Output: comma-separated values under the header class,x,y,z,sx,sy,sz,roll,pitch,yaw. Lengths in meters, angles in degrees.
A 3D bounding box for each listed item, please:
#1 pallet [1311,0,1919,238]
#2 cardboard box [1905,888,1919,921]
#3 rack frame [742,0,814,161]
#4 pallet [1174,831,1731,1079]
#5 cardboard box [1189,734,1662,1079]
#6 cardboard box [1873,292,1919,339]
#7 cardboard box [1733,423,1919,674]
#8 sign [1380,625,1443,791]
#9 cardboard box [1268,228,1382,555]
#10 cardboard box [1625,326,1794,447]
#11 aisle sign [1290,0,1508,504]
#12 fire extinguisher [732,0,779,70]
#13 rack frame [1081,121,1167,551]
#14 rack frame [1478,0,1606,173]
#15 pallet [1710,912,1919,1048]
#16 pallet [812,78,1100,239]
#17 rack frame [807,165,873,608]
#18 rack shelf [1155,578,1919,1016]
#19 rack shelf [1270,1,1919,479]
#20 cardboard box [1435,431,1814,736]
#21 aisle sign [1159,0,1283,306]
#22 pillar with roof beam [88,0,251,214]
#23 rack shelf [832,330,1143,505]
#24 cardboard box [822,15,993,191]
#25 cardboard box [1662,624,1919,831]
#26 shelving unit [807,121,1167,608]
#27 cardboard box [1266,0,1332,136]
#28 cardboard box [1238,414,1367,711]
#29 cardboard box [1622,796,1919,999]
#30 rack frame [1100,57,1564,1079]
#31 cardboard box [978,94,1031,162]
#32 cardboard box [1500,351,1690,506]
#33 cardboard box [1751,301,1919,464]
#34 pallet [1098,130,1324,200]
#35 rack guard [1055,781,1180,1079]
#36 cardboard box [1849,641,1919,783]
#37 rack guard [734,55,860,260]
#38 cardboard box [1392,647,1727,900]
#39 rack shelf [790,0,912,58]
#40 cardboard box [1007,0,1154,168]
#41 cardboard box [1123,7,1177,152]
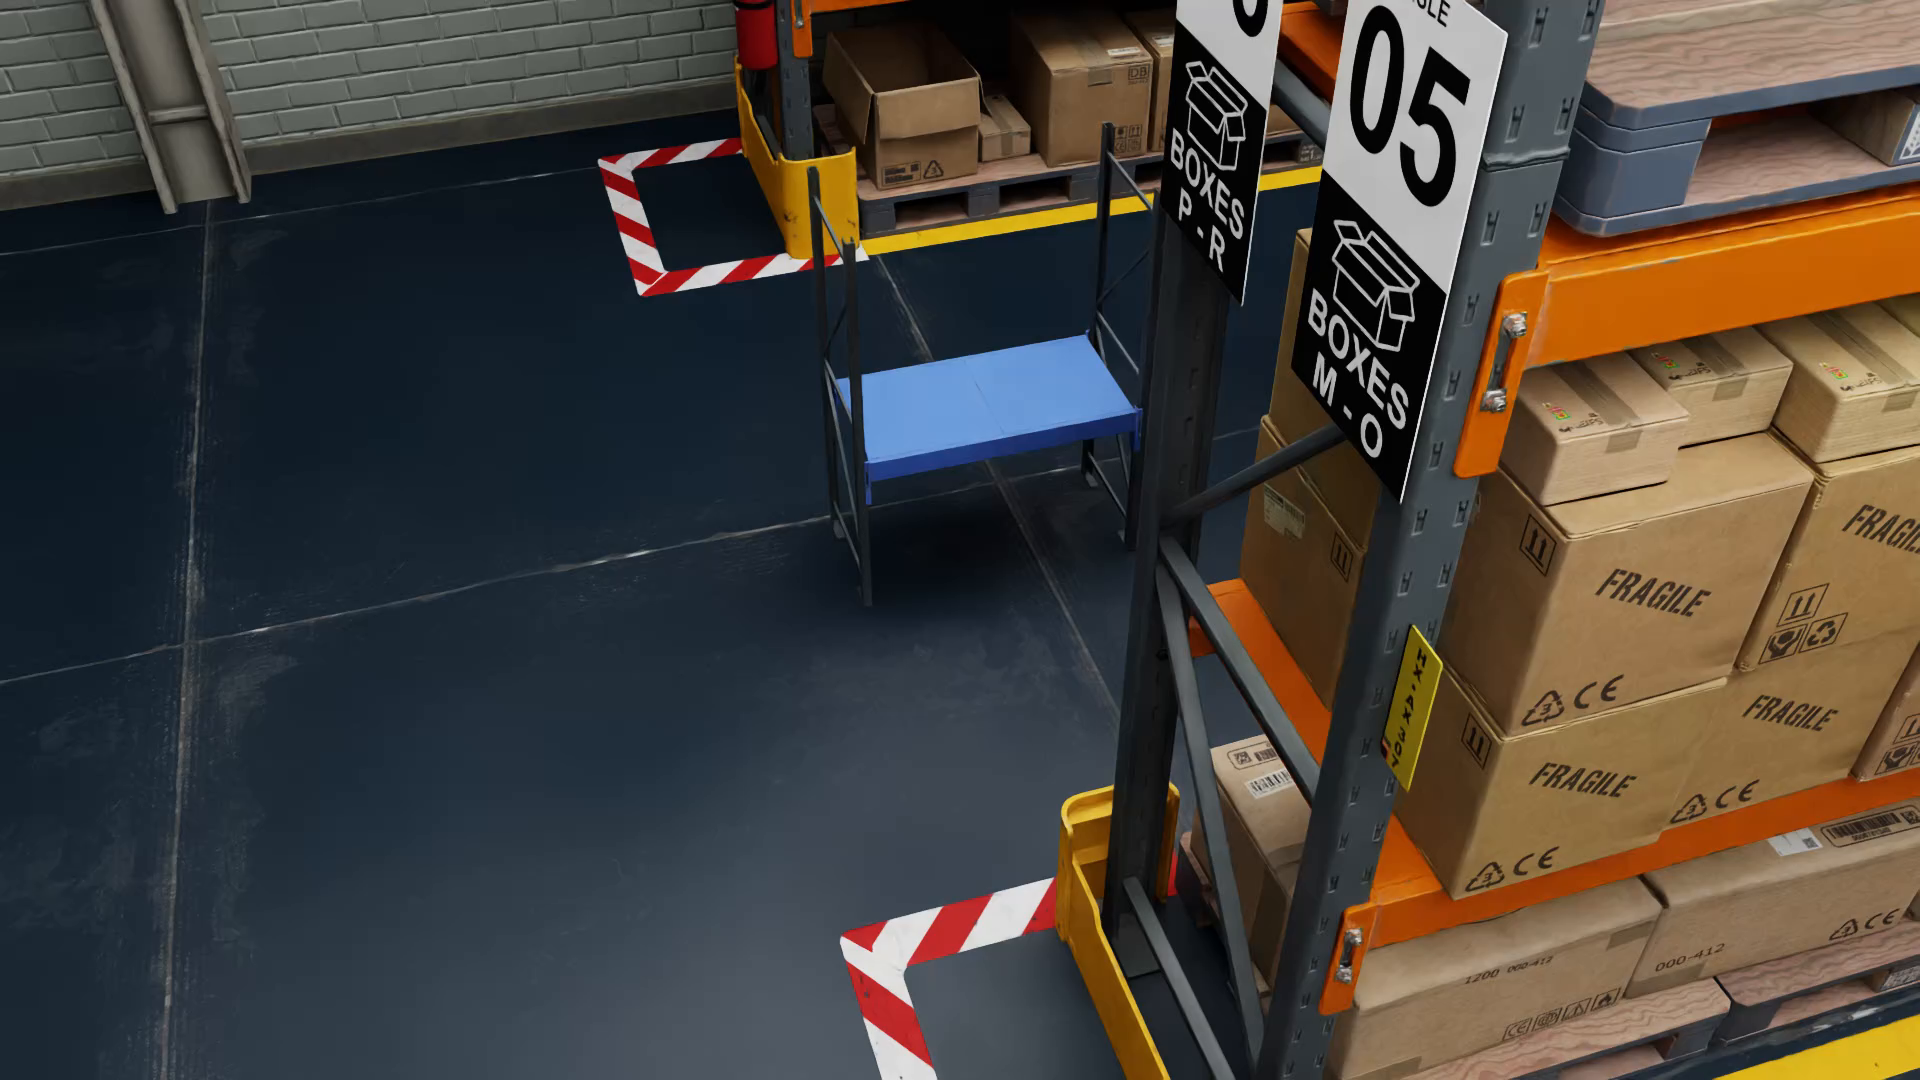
class,x,y,z,sx,sy,sz,roll,pitch,yaw
pallet,1.331,-0.945,2.839,1.213,0.211,1.003,-12,42,-13
cardboard box,2.957,0.554,4.964,0.875,0.438,0.875,-13,43,-14
rack frame,-0.868,-2.810,7.186,0.127,3.000,1.000,-12,42,-13
pallet,1.366,1.147,4.776,1.213,0.211,1.003,-12,42,-13
cardboard box,1.226,0.918,4.548,0.875,0.438,0.875,-13,43,-15
cardboard box,1.805,-0.390,3.087,0.250,0.149,0.380,-13,43,-14
cardboard box,1.661,-0.133,3.286,0.500,0.500,0.500,-13,43,-14
sign,0.788,0.298,2.911,0.005,0.325,0.100,-12,42,-13
cardboard box,1.015,-0.355,3.540,0.500,0.500,0.500,-10,42,-12
cardboard box,1.277,-0.347,3.038,0.250,0.149,0.380,-11,42,-12
aisle sign,0.645,-0.479,2.542,0.004,0.787,0.394,-12,42,-13
fire extinguisher,-0.869,-2.321,6.969,0.183,0.674,0.296,-12,42,-13
rack frame,0.566,-0.682,5.891,0.032,1.500,0.500,-12,42,-13
rack frame,0.627,-1.955,1.648,0.127,3.000,1.000,-12,42,-13
pallet,2.528,0.909,5.050,1.213,0.211,1.003,-12,42,-13
pallet,-0.035,-1.933,8.302,1.213,0.211,1.003,-12,42,-13
rack frame,-0.403,-0.481,5.661,0.032,1.500,0.500,-12,42,-13
rack shelf,2.535,0.180,4.311,4.000,0.370,1.077,-12,42,-13
rack shelf,2.535,-0.950,3.324,4.000,0.370,1.077,-12,42,-13
cardboard box,1.170,-0.026,3.164,0.500,0.500,0.500,-13,43,-14
aisle sign,0.465,-0.855,2.973,0.004,0.787,0.394,-12,42,-13
pillar with roof beam,-2.417,-2.400,2.158,0.400,9.000,9.100,-12,42,-13
rack shelf,0.081,-0.446,5.894,1.000,0.185,0.538,-12,42,-13
cardboard box,-0.256,-2.089,7.940,0.637,0.503,0.797,-13,43,-15
cardboard box,1.645,0.234,3.626,0.500,0.500,0.500,-12,43,-14
shelving unit,0.081,-0.582,5.776,1.048,1.500,0.538,-12,42,-13
cardboard box,1.561,-2.438,8.341,0.500,0.500,0.700,-13,43,-15
cardboard box,1.008,0.005,3.888,0.500,0.500,0.500,-11,42,-13
cardboard box,2.097,0.732,4.761,0.875,0.438,0.875,-11,42,-12
rack frame,0.627,0.304,3.622,0.127,3.000,1.000,-12,42,-13
cardboard box,0.161,-2.015,8.125,0.250,0.149,0.380,-13,43,-15
cardboard box,1.049,-0.251,2.928,0.250,0.149,0.380,-11,42,-12
cardboard box,1.560,-0.327,3.015,0.250,0.149,0.380,-10,42,-12
pallet,1.127,-2.172,8.575,1.213,0.211,1.003,-12,42,-13
rack guard,0.604,1.250,4.439,0.348,0.500,1.175,-12,42,-13
cardboard box,2.136,0.145,3.728,0.500,0.500,0.500,-12,43,-13
rack guard,-0.795,-1.884,8.026,0.348,0.500,1.175,-12,42,-13
cardboard box,1.171,0.352,3.491,0.500,0.500,0.500,-12,43,-13
rack shelf,1.040,-2.934,7.876,4.000,0.370,1.077,-12,42,-13
cardboard box,0.571,-2.233,8.106,0.500,0.500,0.700,-10,42,-11
cardboard box,1.106,-2.274,8.154,0.500,0.500,0.500,-11,42,-12
